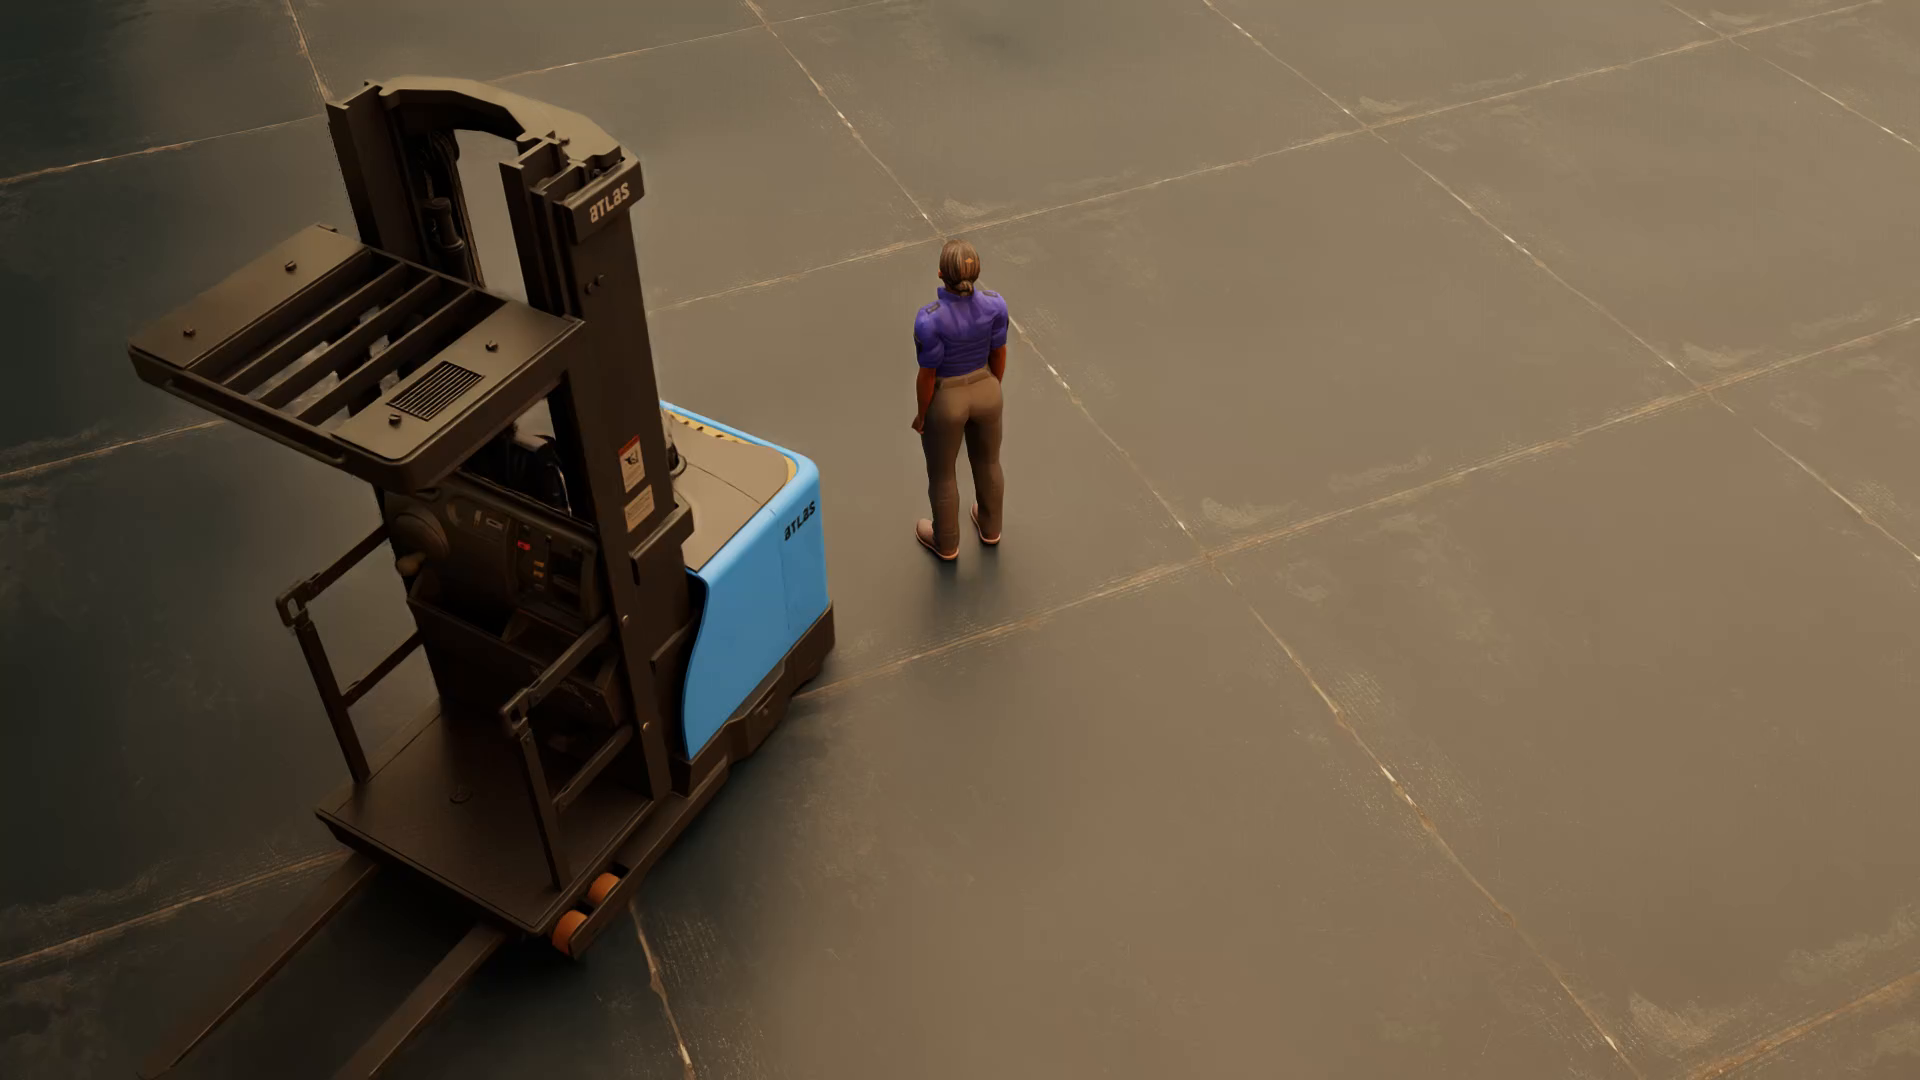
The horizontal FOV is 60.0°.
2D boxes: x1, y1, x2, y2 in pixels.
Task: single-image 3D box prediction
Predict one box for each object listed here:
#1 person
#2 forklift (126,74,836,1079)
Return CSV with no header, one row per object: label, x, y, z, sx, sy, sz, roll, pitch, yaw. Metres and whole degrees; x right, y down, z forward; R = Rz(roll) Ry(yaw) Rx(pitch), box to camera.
person,-0.003,-0.615,7.277,0.451,1.660,0.335,-18,46,-18
forklift,-1.718,0.106,5.567,1.130,2.935,3.031,22,47,22
